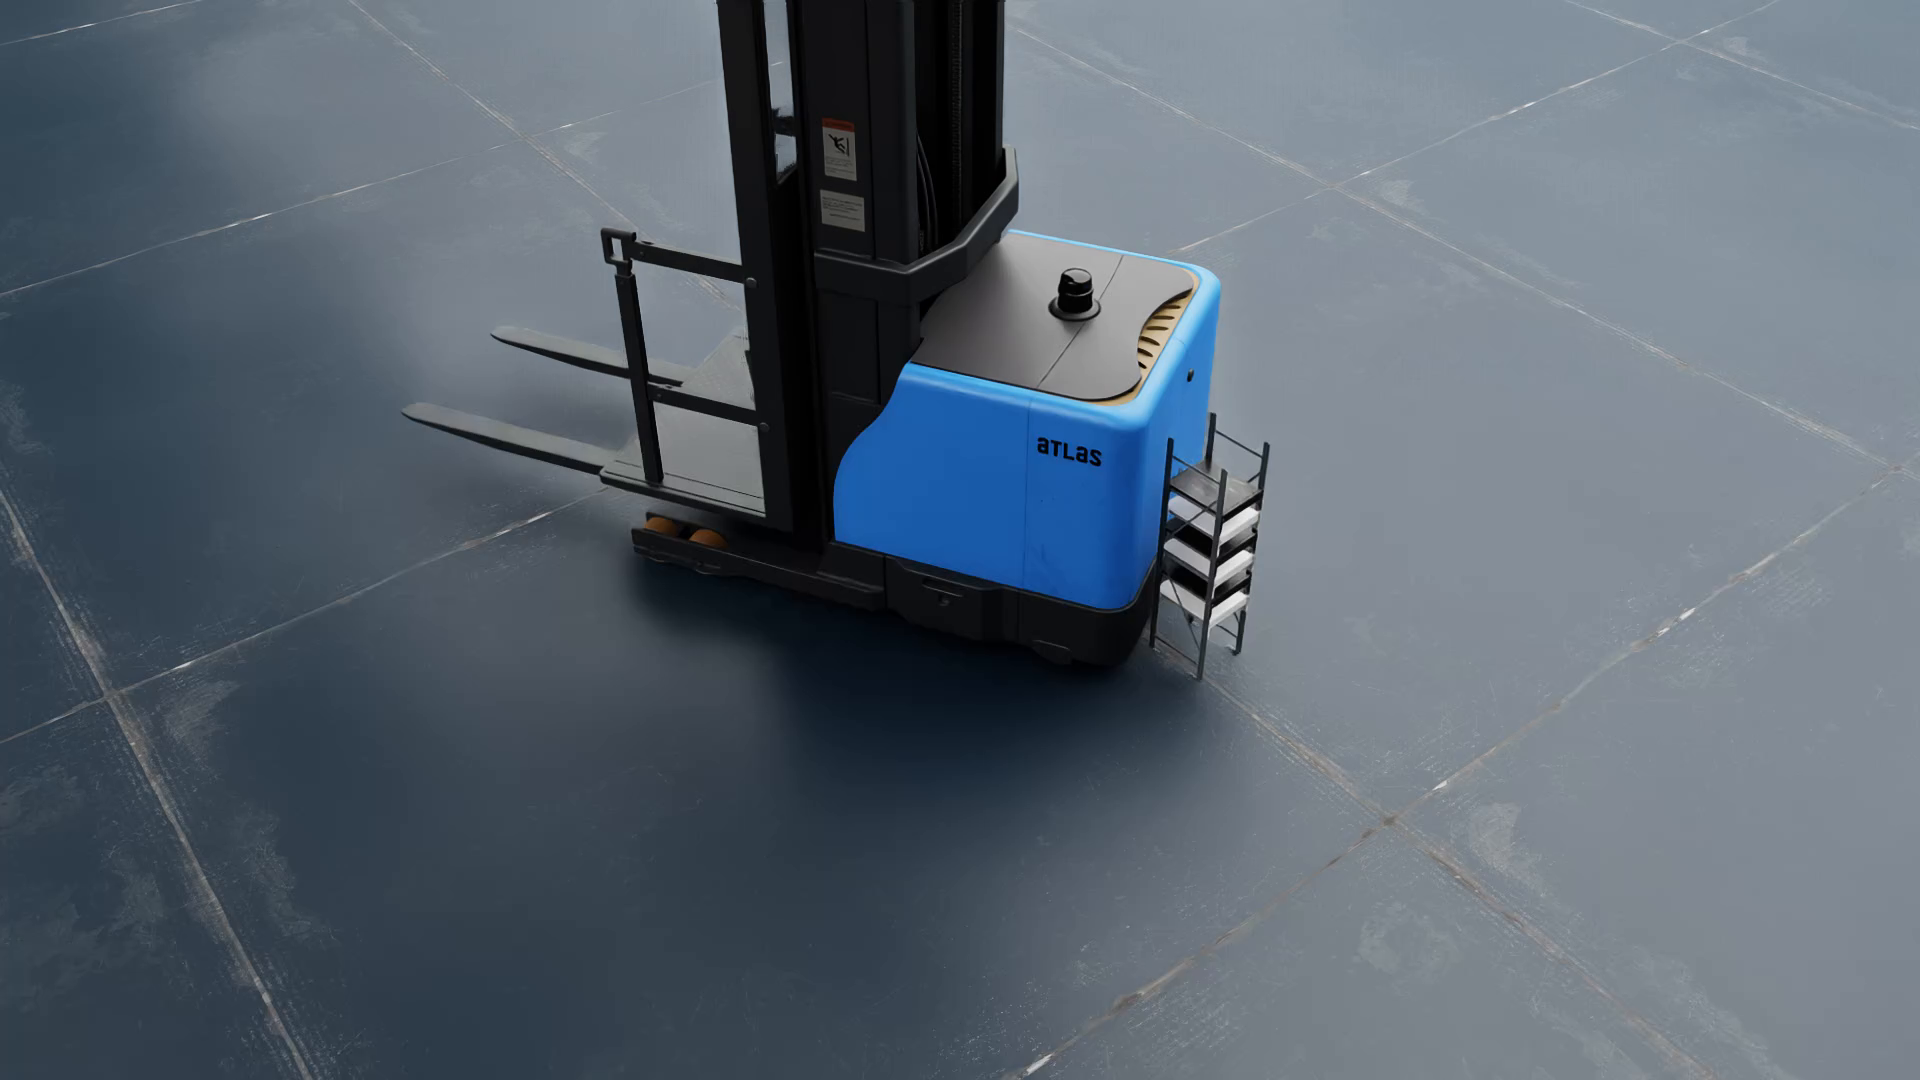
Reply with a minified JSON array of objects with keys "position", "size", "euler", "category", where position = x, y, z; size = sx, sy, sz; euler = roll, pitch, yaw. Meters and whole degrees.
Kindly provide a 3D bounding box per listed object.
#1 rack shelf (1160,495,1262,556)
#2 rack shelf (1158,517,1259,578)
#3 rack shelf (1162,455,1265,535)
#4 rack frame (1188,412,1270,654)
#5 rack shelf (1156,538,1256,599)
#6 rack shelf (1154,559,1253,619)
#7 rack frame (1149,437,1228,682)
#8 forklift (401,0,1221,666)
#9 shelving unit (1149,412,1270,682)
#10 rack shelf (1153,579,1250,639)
[{"position":[0.813,-0.077,5.402],"size":[0.200,0.077,0.258],"euler":[-30,48,-31],"category":"rack shelf"},{"position":[0.814,-0.008,5.460],"size":[0.200,0.077,0.258],"euler":[-30,48,-31],"category":"rack shelf"},{"position":[0.813,-0.147,5.345],"size":[0.200,0.077,0.258],"euler":[-30,48,-31],"category":"rack shelf"},{"position":[0.889,-0.008,5.548],"size":[0.006,0.900,0.240],"euler":[-30,48,-31],"category":"rack frame"},{"position":[0.814,0.061,5.517],"size":[0.200,0.077,0.258],"euler":[-30,48,-31],"category":"rack shelf"},{"position":[0.815,0.131,5.574],"size":[0.200,0.077,0.258],"euler":[-30,48,-31],"category":"rack shelf"},{"position":[0.739,0.080,5.443],"size":[0.006,0.900,0.240],"euler":[-30,48,-31],"category":"rack frame"},{"position":[-0.662,-1.300,5.523],"size":[3.031,2.935,1.130],"euler":[14,41,17],"category":"forklift"},{"position":[0.814,0.036,5.496],"size":[0.210,0.900,0.258],"euler":[-30,48,-31],"category":"shelving unit"},{"position":[0.815,0.200,5.632],"size":[0.200,0.077,0.258],"euler":[-30,48,-31],"category":"rack shelf"}]
